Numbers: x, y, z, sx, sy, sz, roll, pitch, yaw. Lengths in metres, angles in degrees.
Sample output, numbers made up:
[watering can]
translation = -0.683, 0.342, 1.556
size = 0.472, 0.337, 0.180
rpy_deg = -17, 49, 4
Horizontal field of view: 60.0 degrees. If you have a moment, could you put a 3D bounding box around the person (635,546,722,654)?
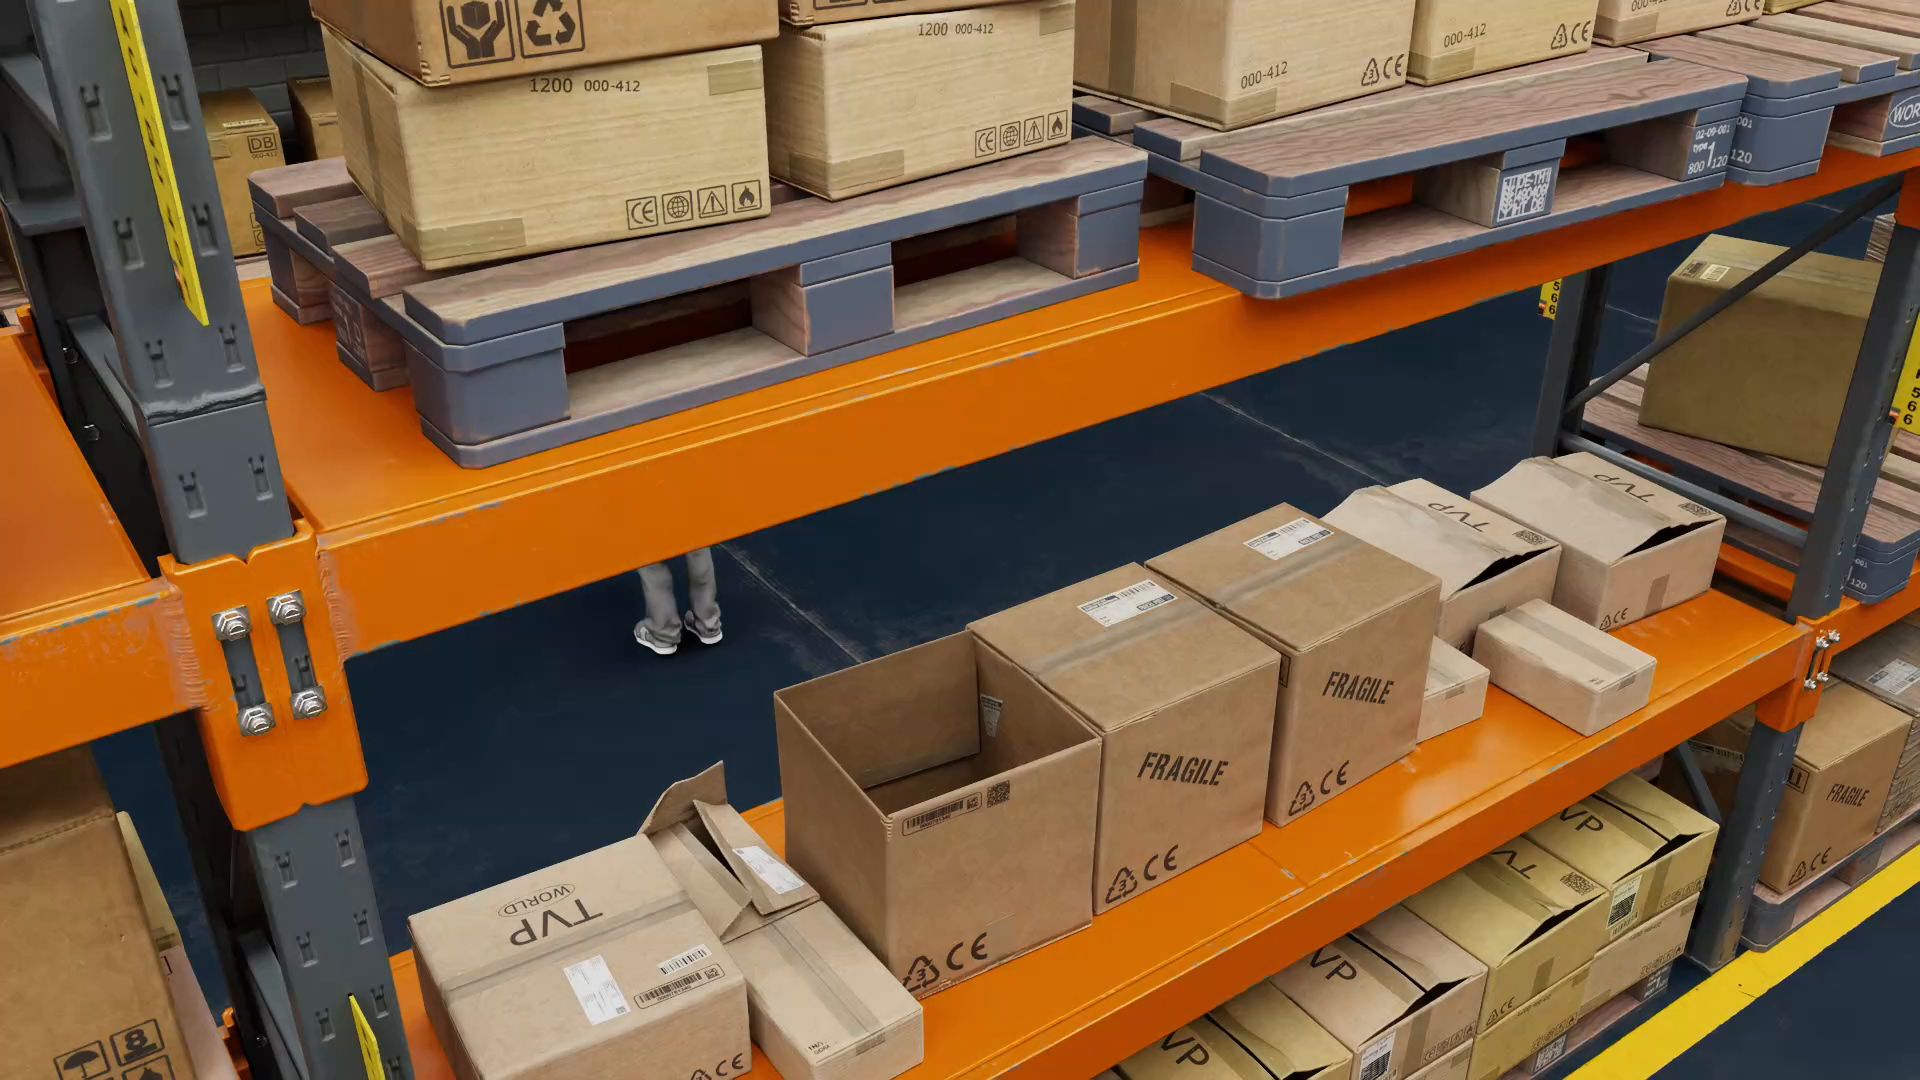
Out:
[person]
translation = -1.220, -0.284, 6.676
size = 0.374, 1.577, 0.525
rpy_deg = -20, 35, -31
